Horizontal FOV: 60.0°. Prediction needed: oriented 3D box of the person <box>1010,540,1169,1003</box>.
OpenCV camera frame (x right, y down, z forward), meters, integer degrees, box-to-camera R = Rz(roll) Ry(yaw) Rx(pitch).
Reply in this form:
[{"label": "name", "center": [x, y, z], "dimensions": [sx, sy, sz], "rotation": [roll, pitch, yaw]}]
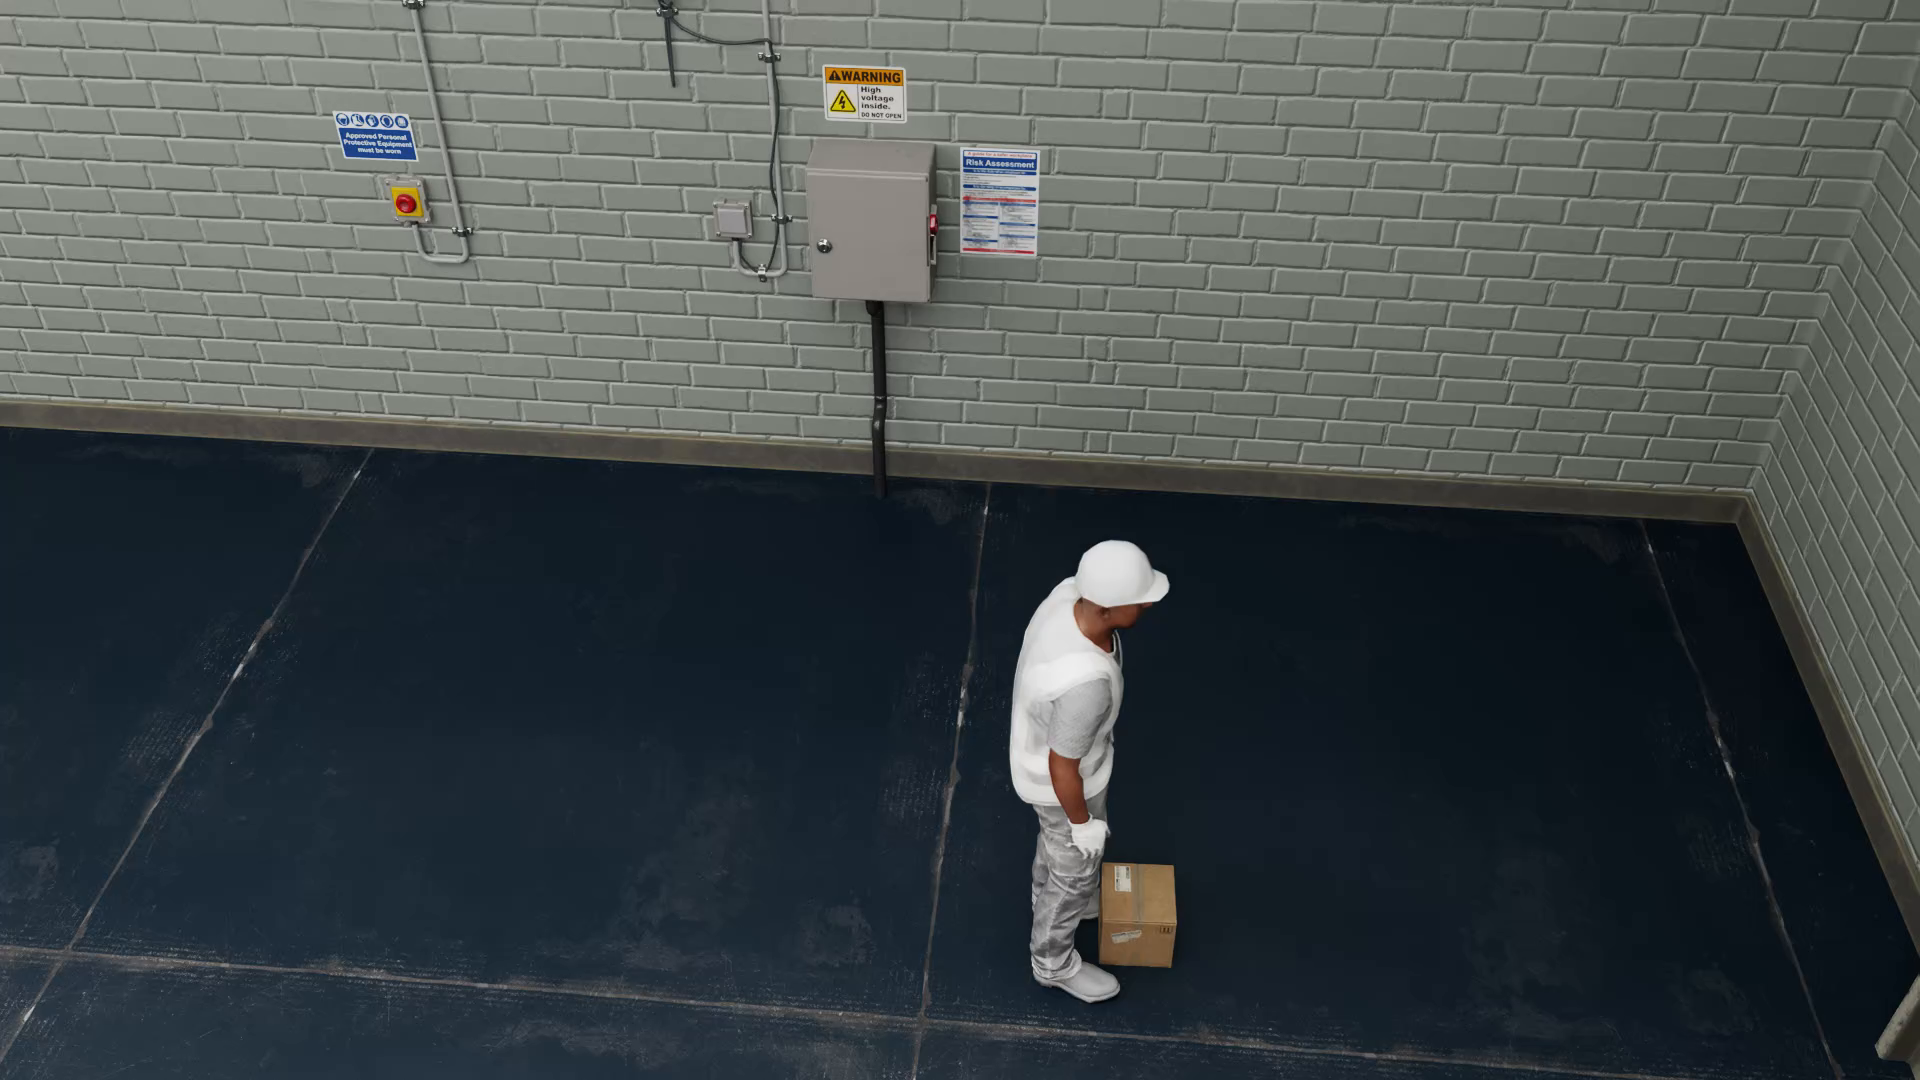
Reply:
[{"label": "person", "center": [0.381, 0.713, 5.288], "dimensions": [0.446, 1.775, 0.617], "rotation": [3, 40, 4]}]
